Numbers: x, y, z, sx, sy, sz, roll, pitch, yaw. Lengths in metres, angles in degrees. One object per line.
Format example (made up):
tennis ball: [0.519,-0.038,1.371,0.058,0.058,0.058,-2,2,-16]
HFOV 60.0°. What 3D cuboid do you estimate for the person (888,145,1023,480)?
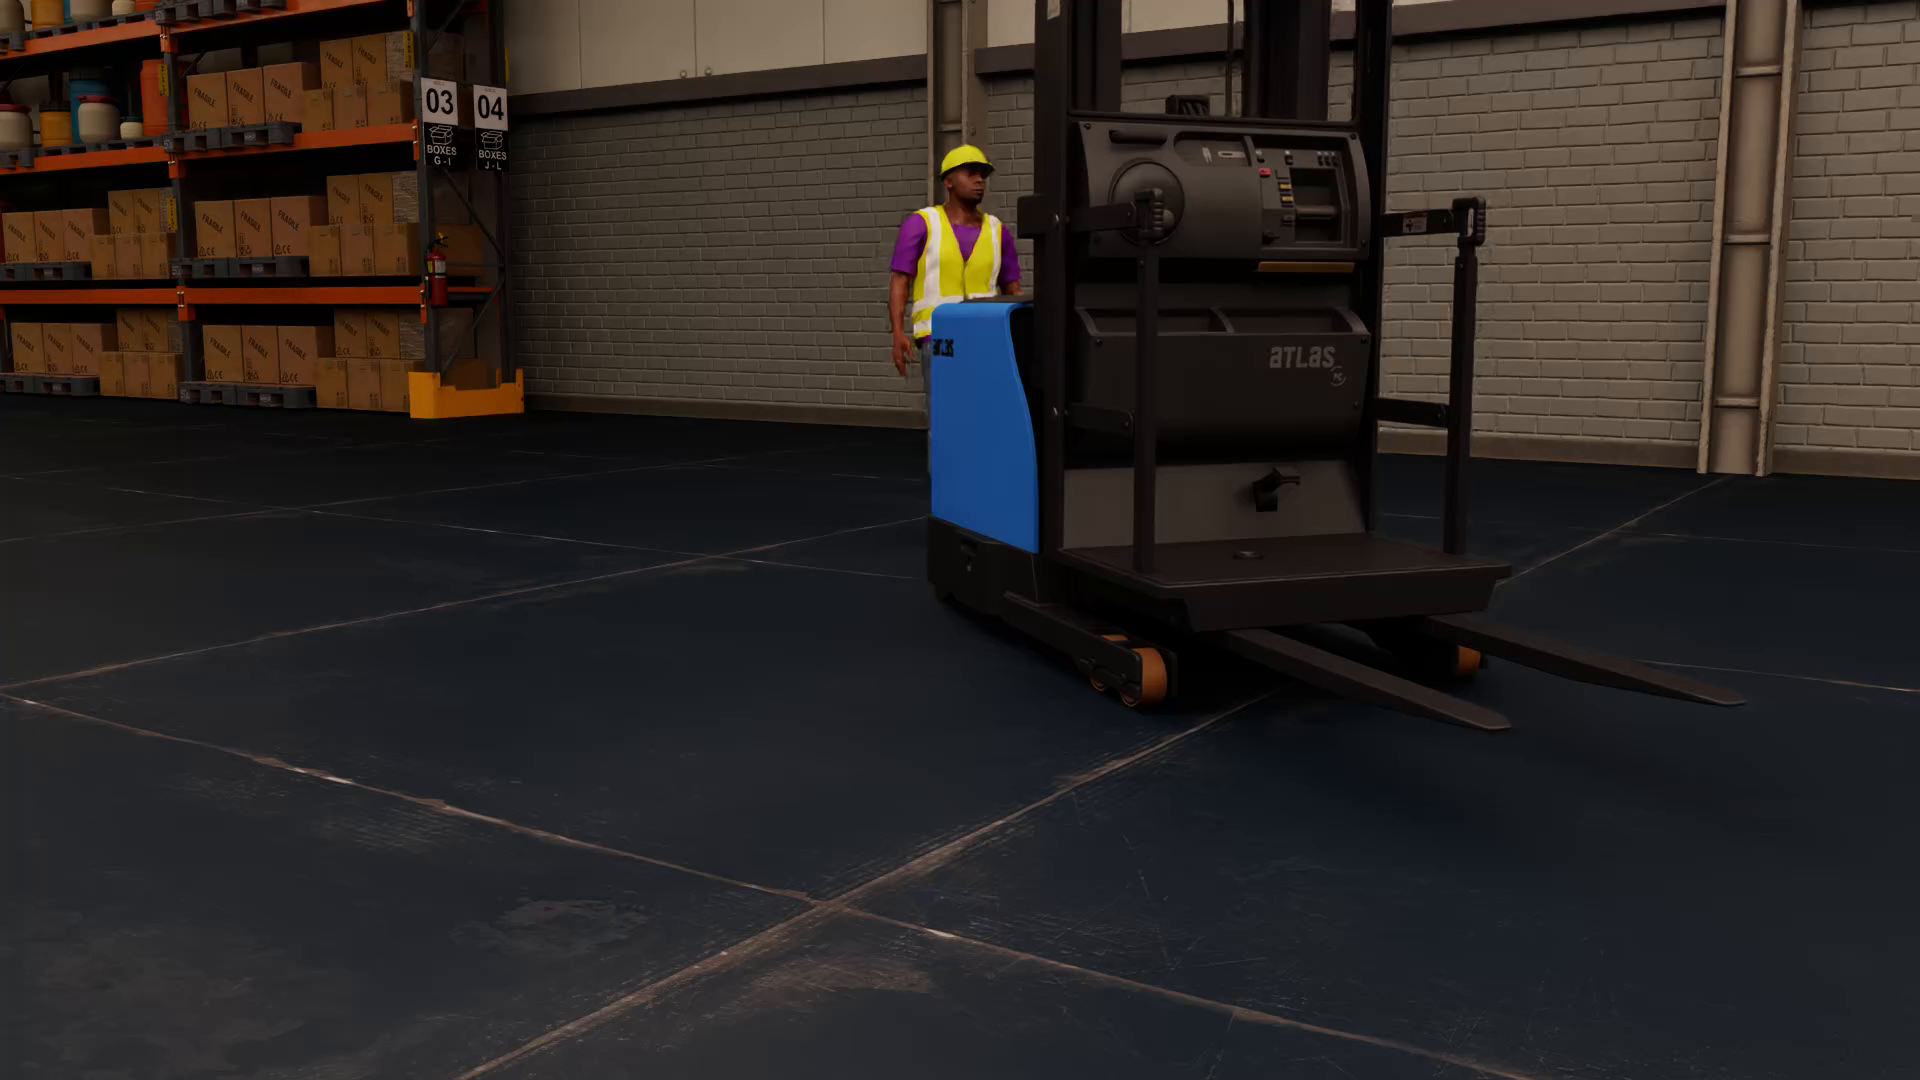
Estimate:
person: [0.043,-0.863,7.368,0.661,1.768,0.662,-3,9,-19]

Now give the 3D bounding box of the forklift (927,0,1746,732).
forklift: [0.861,-1.066,4.692,1.130,2.935,3.031,-3,9,-20]
